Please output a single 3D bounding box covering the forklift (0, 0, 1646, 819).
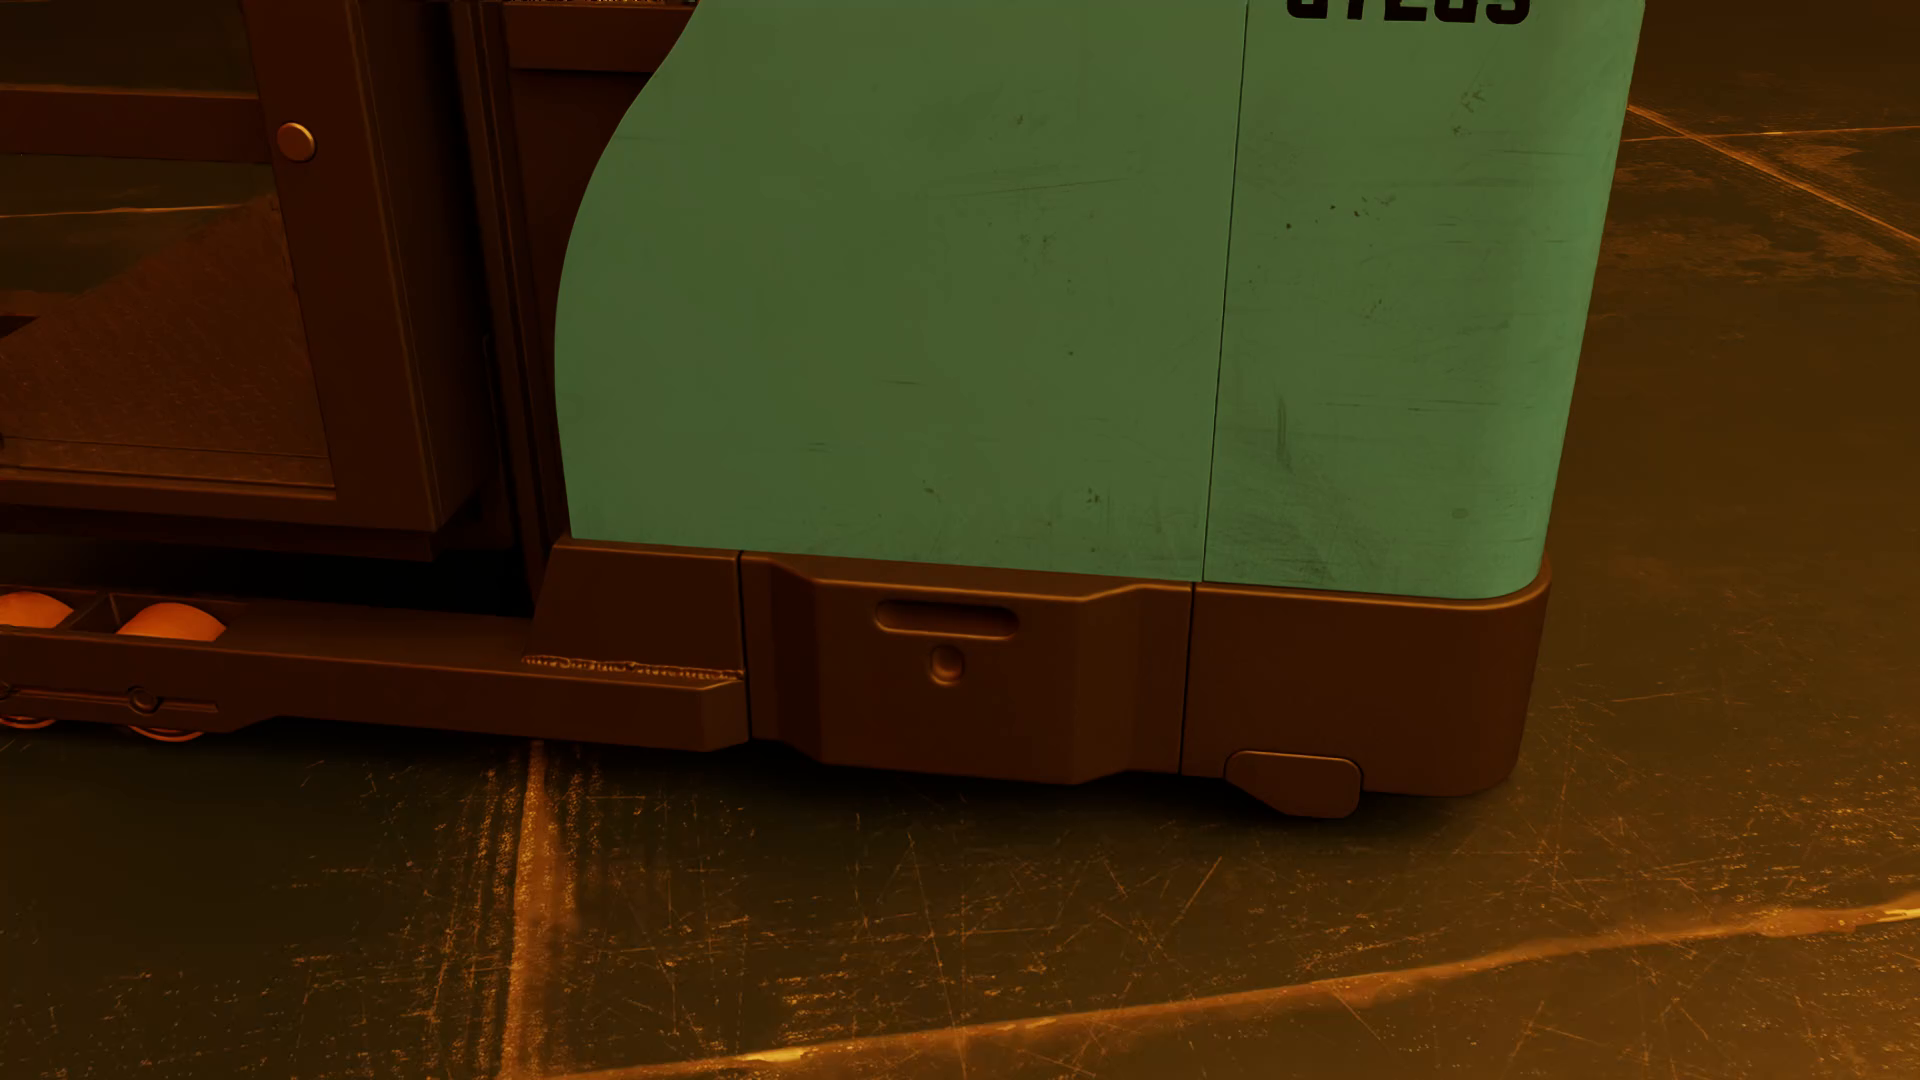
[{"bbox_3d":[-0.805,-1.288,1.801,3.031,2.935,1.130,4,28,7],"label":"forklift"}]
